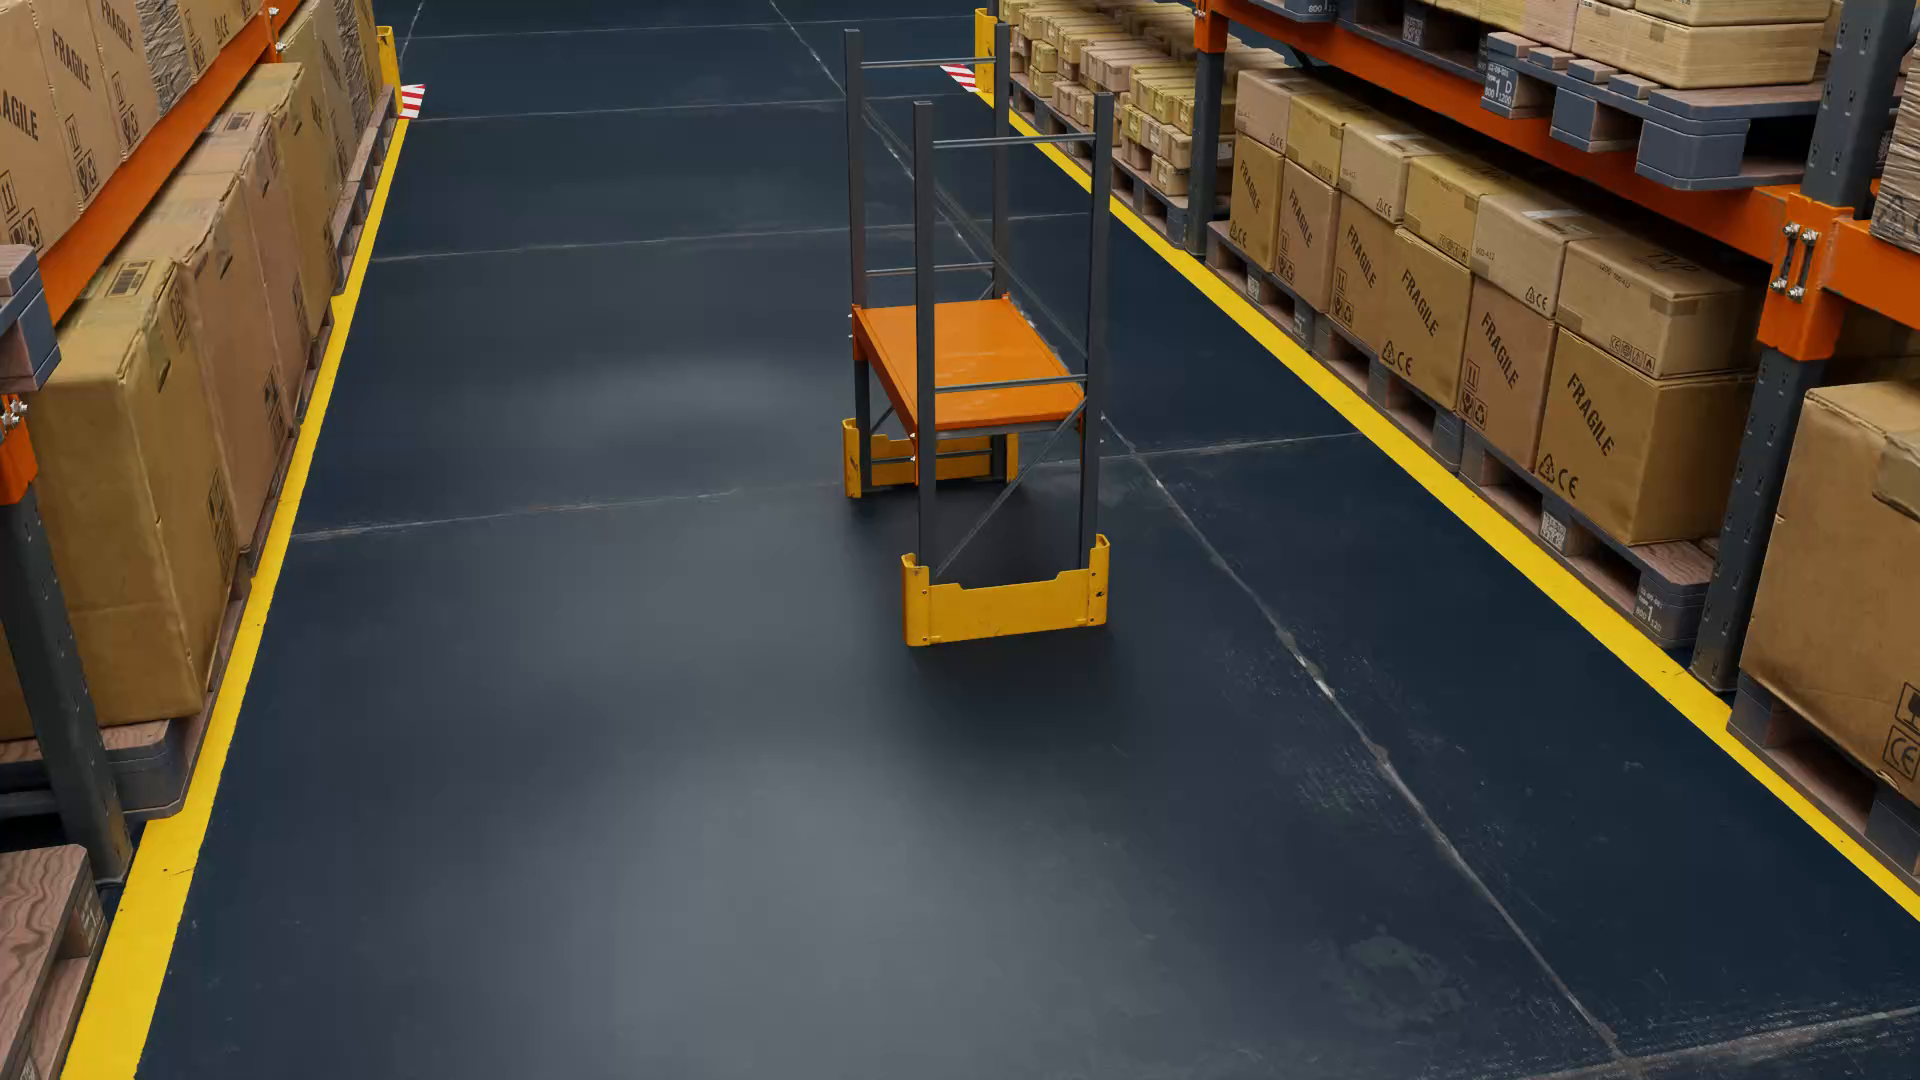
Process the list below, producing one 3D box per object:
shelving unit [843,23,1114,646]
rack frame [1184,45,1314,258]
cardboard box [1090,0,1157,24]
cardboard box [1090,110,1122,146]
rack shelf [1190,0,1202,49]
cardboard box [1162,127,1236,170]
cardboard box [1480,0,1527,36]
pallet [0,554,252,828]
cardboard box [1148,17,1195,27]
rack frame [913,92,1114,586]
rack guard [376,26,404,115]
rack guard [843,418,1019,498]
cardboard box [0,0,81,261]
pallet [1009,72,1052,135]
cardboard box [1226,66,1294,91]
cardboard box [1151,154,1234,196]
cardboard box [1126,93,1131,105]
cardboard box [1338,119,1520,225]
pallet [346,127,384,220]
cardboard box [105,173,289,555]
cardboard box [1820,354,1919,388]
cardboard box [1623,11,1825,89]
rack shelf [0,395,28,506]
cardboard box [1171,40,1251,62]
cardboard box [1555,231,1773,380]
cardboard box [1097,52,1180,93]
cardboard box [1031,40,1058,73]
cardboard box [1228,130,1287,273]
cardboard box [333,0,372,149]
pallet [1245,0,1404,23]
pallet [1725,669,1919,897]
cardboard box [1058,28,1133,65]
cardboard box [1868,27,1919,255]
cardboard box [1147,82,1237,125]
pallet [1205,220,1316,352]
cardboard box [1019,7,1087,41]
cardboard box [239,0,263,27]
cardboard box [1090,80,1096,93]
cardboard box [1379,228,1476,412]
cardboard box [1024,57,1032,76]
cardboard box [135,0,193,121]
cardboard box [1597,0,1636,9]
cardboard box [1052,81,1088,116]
[{"bbox_3d":[0.017,-0.636,4.846,0.587,1.500,1.083,-6,27,-12],"label":"shelving unit"},{"bbox_3d":[1.583,-2.757,7.383,1.000,3.000,0.127,-6,27,-12],"label":"rack frame"},{"bbox_3d":[1.048,-3.371,10.637,0.380,0.149,0.250,-5,27,-11],"label":"cardboard box"},{"bbox_3d":[0.929,-2.264,9.104,0.380,0.149,0.250,-6,27,-12],"label":"cardboard box"},{"bbox_3d":[1.132,-3.314,9.285,1.077,0.370,4.000,-6,27,-12],"label":"rack shelf"},{"bbox_3d":[1.202,-1.911,8.074,0.380,0.149,0.250,-5,27,-11],"label":"cardboard box"},{"bbox_3d":[1.760,-1.578,4.860,0.380,0.149,0.250,-6,27,-12],"label":"cardboard box"},{"bbox_3d":[-2.475,0.349,4.324,1.003,0.211,1.213,-6,27,-12],"label":"pallet"},{"bbox_3d":[1.342,-3.037,9.976,0.380,0.149,0.250,-5,27,-10],"label":"cardboard box"},{"bbox_3d":[0.134,-0.409,4.396,0.500,1.500,0.032,-6,27,-12],"label":"rack frame"},{"bbox_3d":[-4.179,-2.948,10.537,1.175,0.500,0.348,-6,27,-12],"label":"rack guard"},{"bbox_3d":[-0.095,-0.297,5.561,0.587,0.250,0.087,-6,27,-12],"label":"rack guard"},{"bbox_3d":[-2.215,-0.827,3.449,0.500,0.500,0.500,-5,27,-10],"label":"cardboard box"},{"bbox_3d":[0.847,-2.875,10.711,1.003,0.211,1.213,-6,27,-12],"label":"pallet"},{"bbox_3d":[1.598,-2.343,8.600,0.380,0.149,0.250,-6,27,-12],"label":"cardboard box"},{"bbox_3d":[1.162,-1.809,8.204,0.380,0.149,0.250,-6,27,-11],"label":"cardboard box"},{"bbox_3d":[1.090,-2.264,8.774,0.380,0.149,0.250,-6,27,-11],"label":"cardboard box"},{"bbox_3d":[1.725,-1.354,6.080,0.500,0.250,0.500,-5,27,-10],"label":"cardboard box"},{"bbox_3d":[-3.646,-1.931,8.842,1.003,0.211,1.213,-6,27,-12],"label":"pallet"},{"bbox_3d":[-2.700,-0.478,4.760,1.225,0.875,0.875,-6,27,-11],"label":"cardboard box"},{"bbox_3d":[2.573,-0.409,5.040,0.500,0.500,0.500,-7,28,-14],"label":"cardboard box"},{"bbox_3d":[1.925,-1.246,4.203,0.380,0.149,0.250,-5,27,-11],"label":"cardboard box"},{"bbox_3d":[-1.920,0.657,1.417,1.077,0.370,4.000,-6,27,-12],"label":"rack shelf"},{"bbox_3d":[1.397,-2.686,9.280,0.380,0.149,0.250,-7,28,-14],"label":"cardboard box"},{"bbox_3d":[2.075,-0.681,4.746,0.500,0.250,0.500,-7,28,-13],"label":"cardboard box"},{"bbox_3d":[0.956,-2.515,8.942,0.380,0.149,0.250,-7,28,-14],"label":"cardboard box"},{"bbox_3d":[0.649,-2.956,10.146,0.380,0.149,0.250,-5,27,-10],"label":"cardboard box"},{"bbox_3d":[1.491,-1.477,7.156,0.500,0.500,0.500,-5,27,-10],"label":"cardboard box"},{"bbox_3d":[-3.747,-2.620,9.005,0.875,0.875,0.875,-6,27,-12],"label":"cardboard box"},{"bbox_3d":[1.613,-2.321,6.733,1.003,0.211,1.213,-6,27,-12],"label":"pallet"},{"bbox_3d":[2.588,0.598,3.832,1.003,0.211,1.213,-6,27,-12],"label":"pallet"},{"bbox_3d":[0.784,-2.853,9.611,0.380,0.149,0.250,-6,27,-11],"label":"cardboard box"},{"bbox_3d":[2.322,-0.821,3.437,0.500,0.500,0.500,-6,27,-11],"label":"cardboard box"},{"bbox_3d":[1.153,-2.175,8.268,0.380,0.149,0.250,-6,27,-11],"label":"cardboard box"},{"bbox_3d":[1.760,-1.171,7.335,1.003,0.211,1.213,-6,27,-12],"label":"pallet"},{"bbox_3d":[0.580,-3.196,10.292,0.380,0.149,0.250,-6,27,-12],"label":"cardboard box"},{"bbox_3d":[-2.901,-2.165,6.099,0.500,0.500,0.500,-6,27,-11],"label":"cardboard box"},{"bbox_3d":[0.954,-2.615,9.470,0.380,0.149,0.250,-5,27,-9],"label":"cardboard box"},{"bbox_3d":[1.833,-0.794,5.802,0.500,0.500,0.500,-7,28,-14],"label":"cardboard box"},{"bbox_3d":[0.626,-3.059,10.679,0.380,0.149,0.250,-6,27,-12],"label":"cardboard box"},{"bbox_3d":[-2.563,-1.498,4.778,0.500,0.500,0.500,-6,27,-11],"label":"cardboard box"},{"bbox_3d":[1.867,-1.497,4.369,0.380,0.149,0.250,-5,27,-10],"label":"cardboard box"},{"bbox_3d":[0.761,-2.607,9.783,0.380,0.149,0.250,-7,28,-14],"label":"cardboard box"}]
